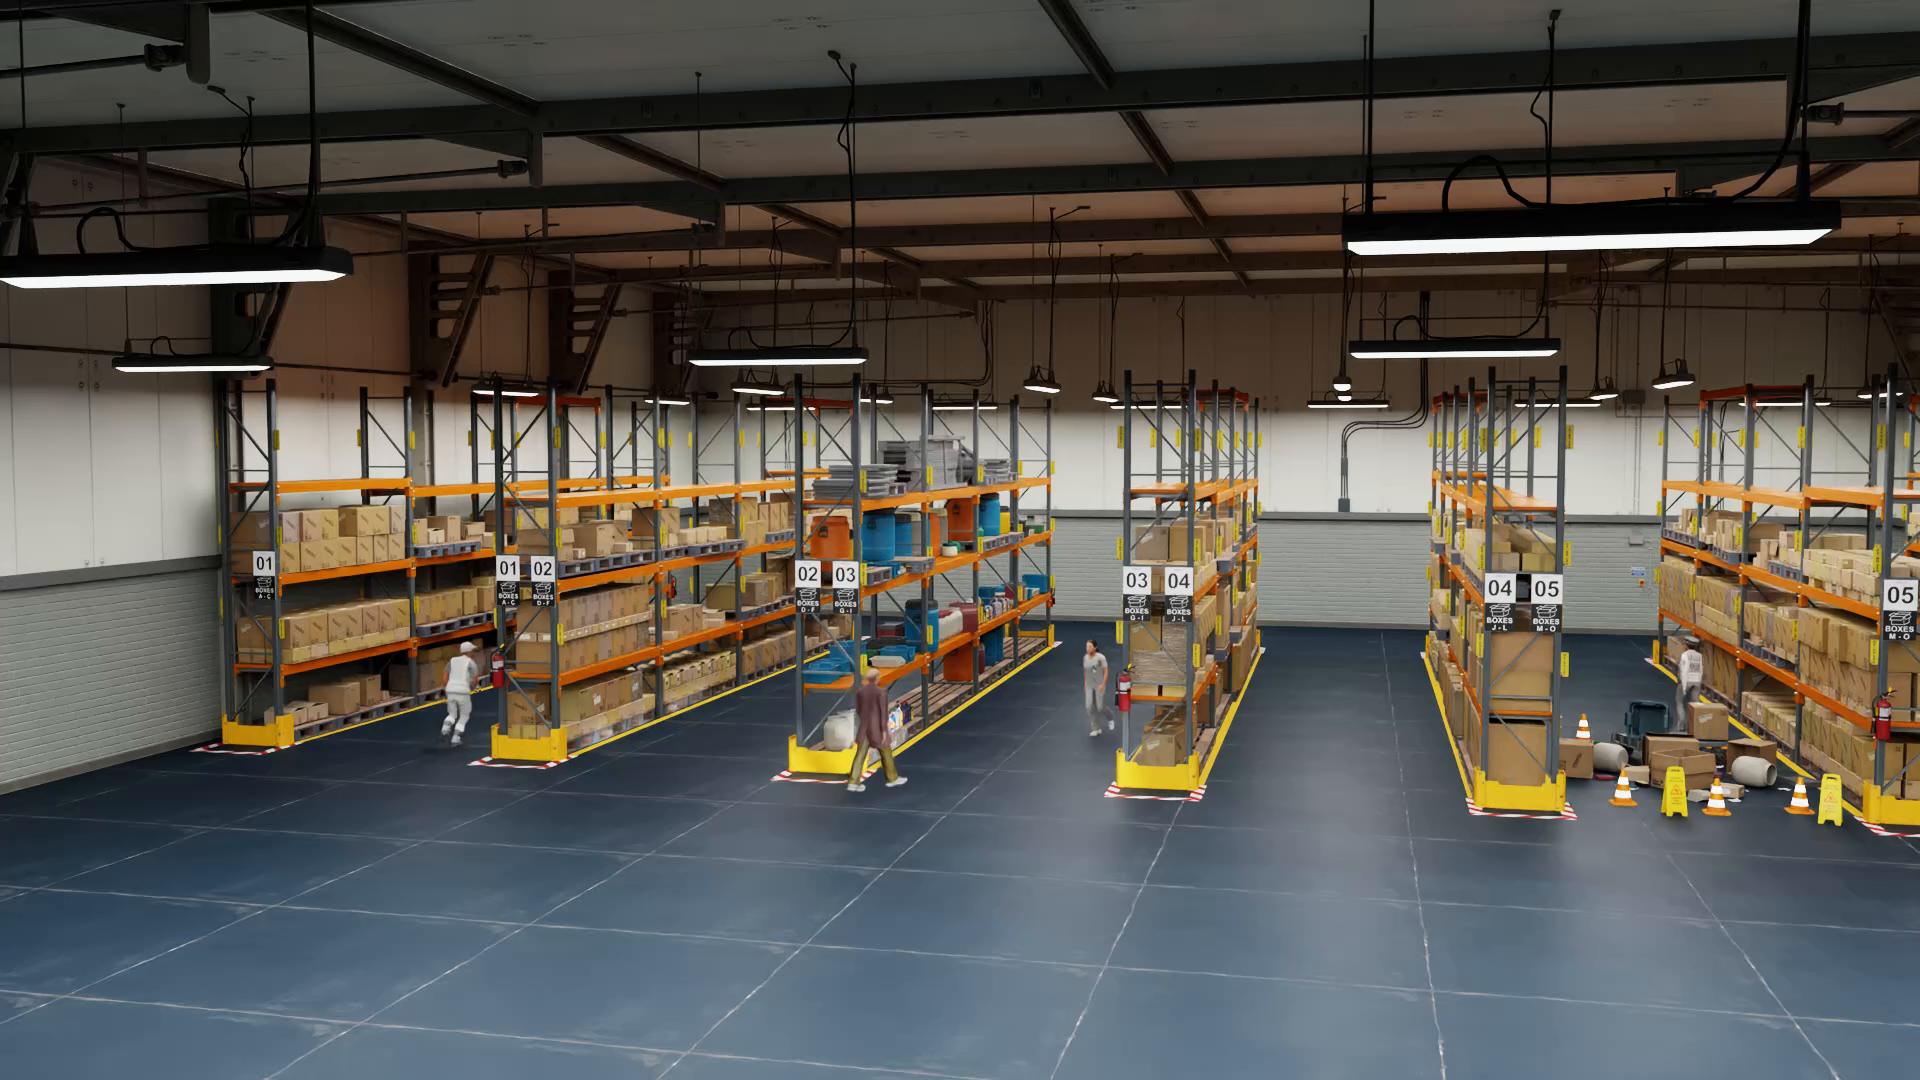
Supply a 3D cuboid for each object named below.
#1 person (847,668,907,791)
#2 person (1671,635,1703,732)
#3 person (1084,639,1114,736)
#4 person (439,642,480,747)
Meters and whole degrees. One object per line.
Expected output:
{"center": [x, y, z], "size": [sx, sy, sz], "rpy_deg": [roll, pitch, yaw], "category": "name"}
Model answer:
{"center": [-1.216, 2.684, 23.695], "size": [0.586, 1.723, 1.085], "rpy_deg": [2, 4, 33], "category": "person"}
{"center": [12.428, 2.493, 28.250], "size": [0.471, 1.727, 0.591], "rpy_deg": [0, 3, 0], "category": "person"}
{"center": [2.370, 2.496, 28.358], "size": [0.500, 1.626, 0.648], "rpy_deg": [2, 4, 34], "category": "person"}
{"center": [-8.234, 2.526, 27.392], "size": [0.658, 1.679, 0.741], "rpy_deg": [1, 4, 15], "category": "person"}
